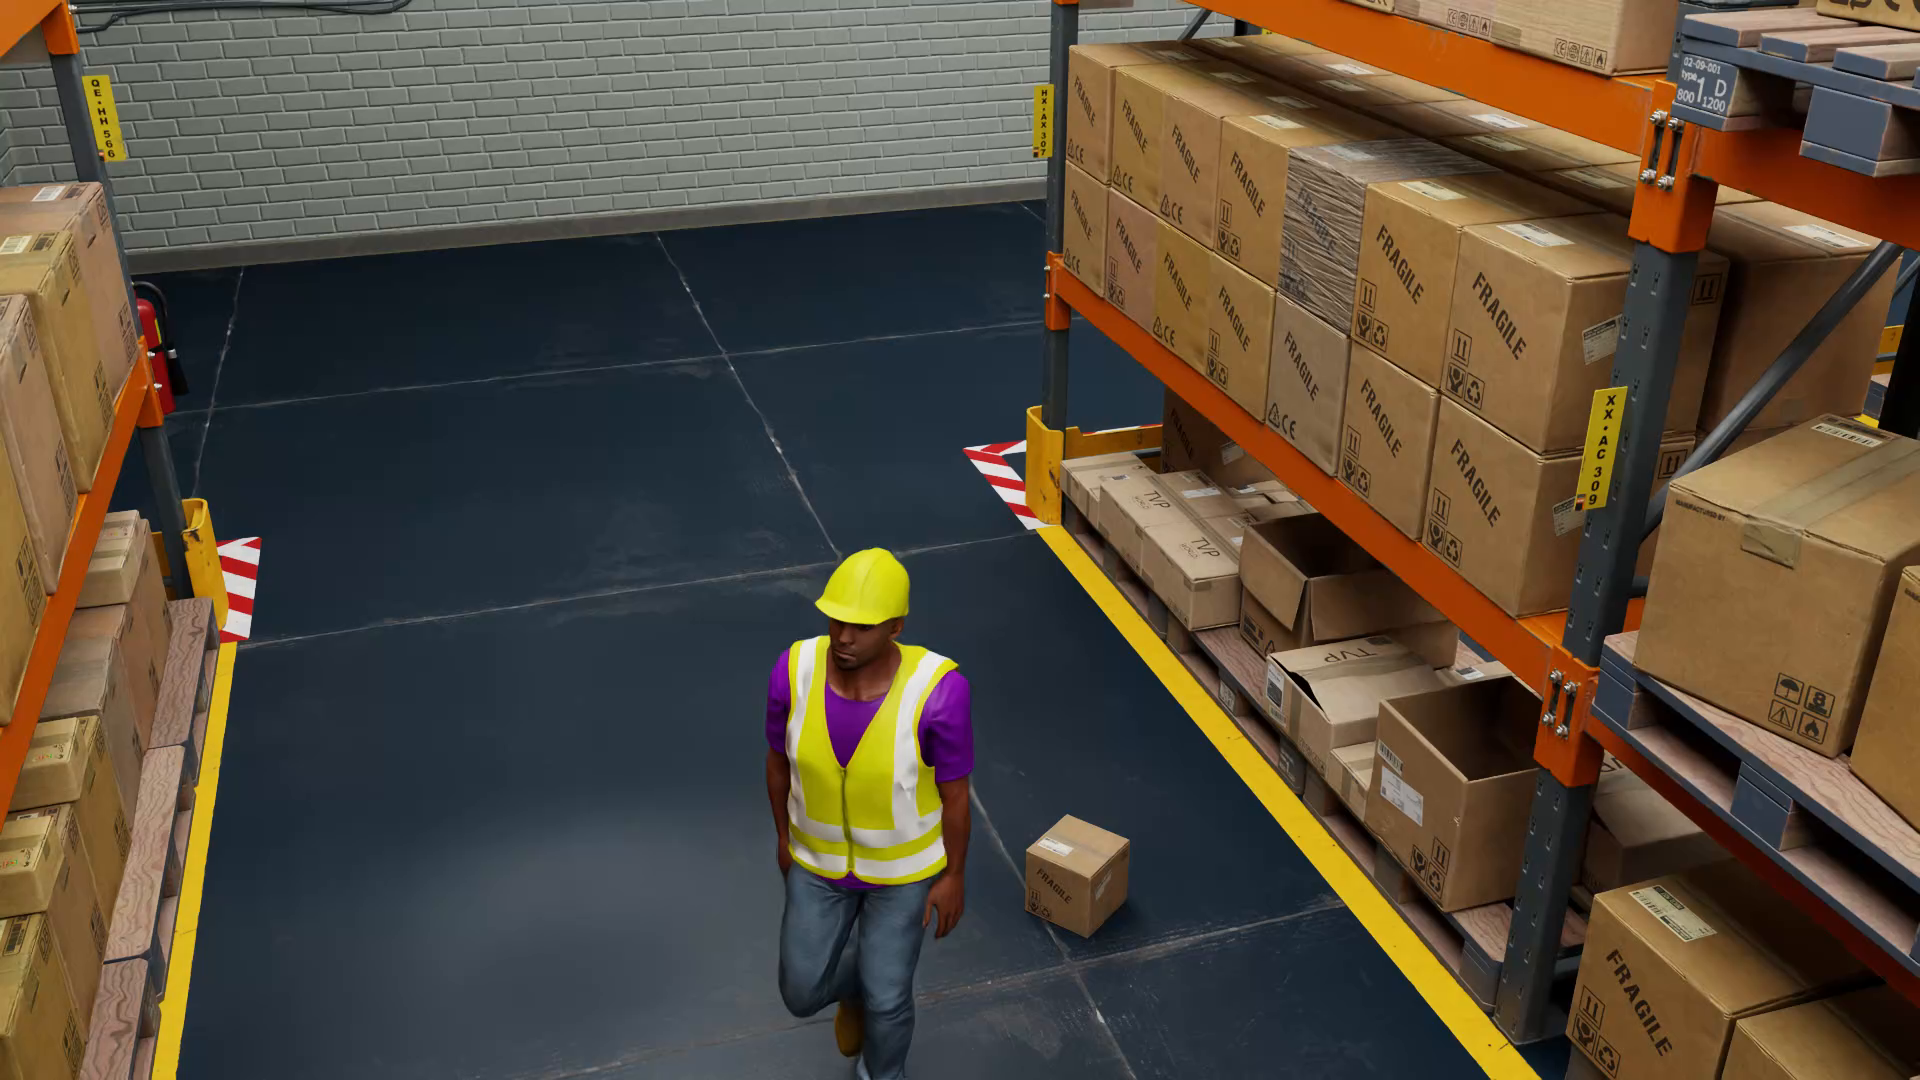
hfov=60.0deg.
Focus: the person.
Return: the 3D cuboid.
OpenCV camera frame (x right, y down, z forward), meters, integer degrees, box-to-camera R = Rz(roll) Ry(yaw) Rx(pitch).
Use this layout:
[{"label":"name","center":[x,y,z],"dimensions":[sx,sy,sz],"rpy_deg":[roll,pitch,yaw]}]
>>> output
[{"label":"person","center":[-0.236,0.804,4.399],"dimensions":[0.564,1.755,0.550],"rpy_deg":[6,27,13]}]
